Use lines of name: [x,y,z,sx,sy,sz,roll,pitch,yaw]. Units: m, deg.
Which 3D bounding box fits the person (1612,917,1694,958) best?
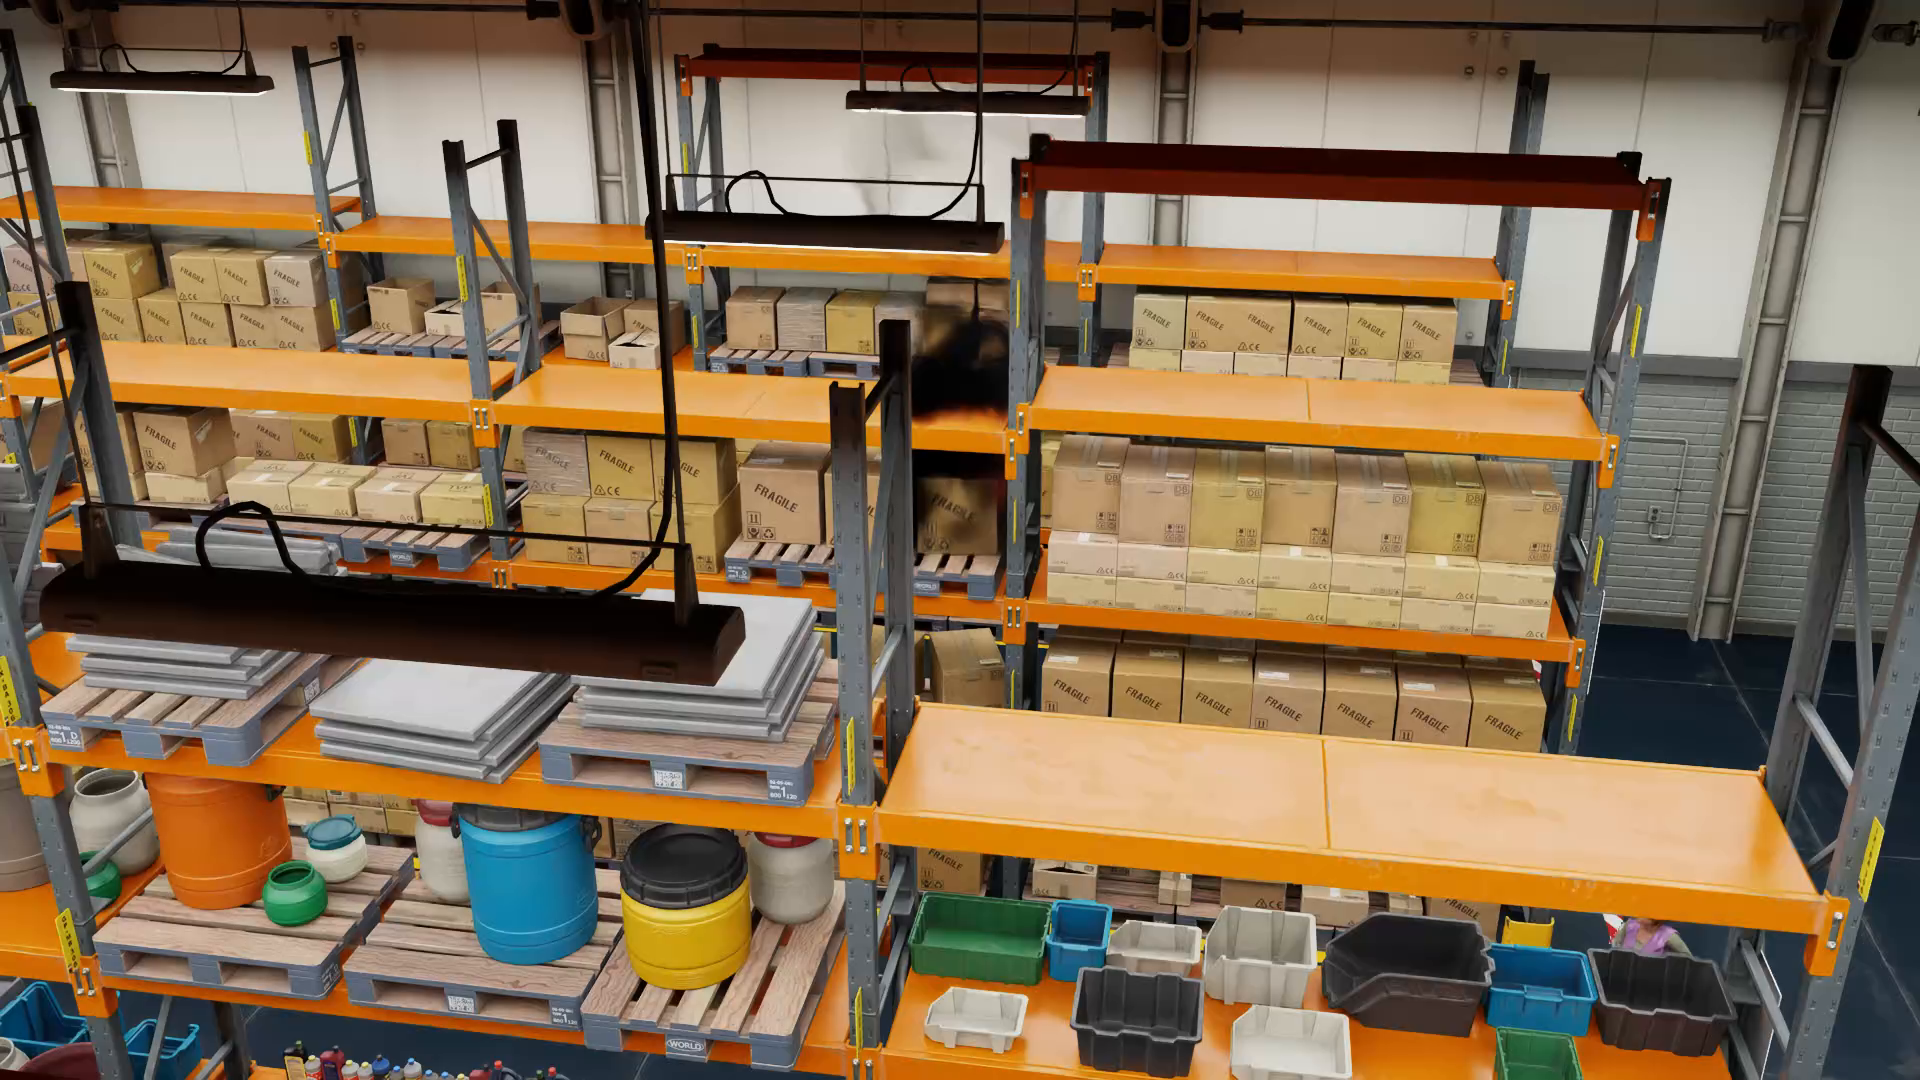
person: [4.545,3.059,11.178,0.487,1.566,0.567,-13,26,-28]
